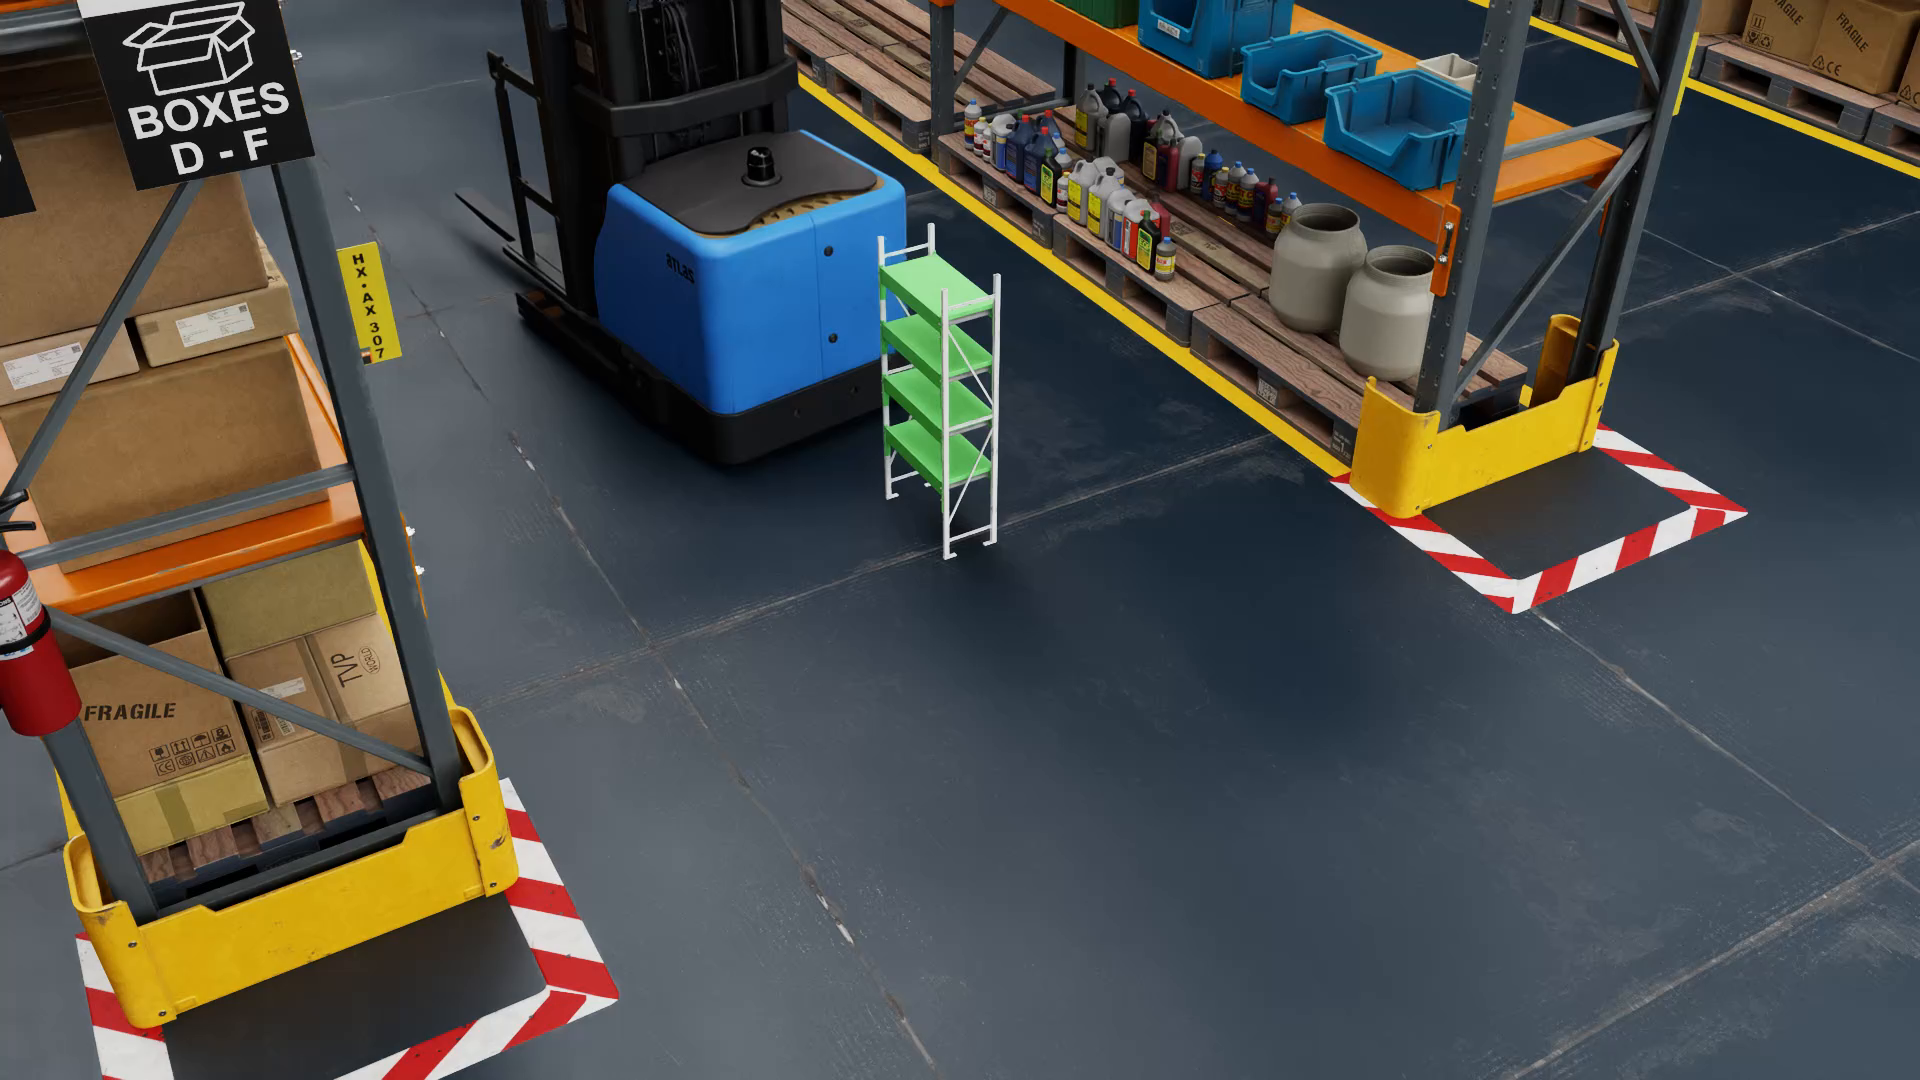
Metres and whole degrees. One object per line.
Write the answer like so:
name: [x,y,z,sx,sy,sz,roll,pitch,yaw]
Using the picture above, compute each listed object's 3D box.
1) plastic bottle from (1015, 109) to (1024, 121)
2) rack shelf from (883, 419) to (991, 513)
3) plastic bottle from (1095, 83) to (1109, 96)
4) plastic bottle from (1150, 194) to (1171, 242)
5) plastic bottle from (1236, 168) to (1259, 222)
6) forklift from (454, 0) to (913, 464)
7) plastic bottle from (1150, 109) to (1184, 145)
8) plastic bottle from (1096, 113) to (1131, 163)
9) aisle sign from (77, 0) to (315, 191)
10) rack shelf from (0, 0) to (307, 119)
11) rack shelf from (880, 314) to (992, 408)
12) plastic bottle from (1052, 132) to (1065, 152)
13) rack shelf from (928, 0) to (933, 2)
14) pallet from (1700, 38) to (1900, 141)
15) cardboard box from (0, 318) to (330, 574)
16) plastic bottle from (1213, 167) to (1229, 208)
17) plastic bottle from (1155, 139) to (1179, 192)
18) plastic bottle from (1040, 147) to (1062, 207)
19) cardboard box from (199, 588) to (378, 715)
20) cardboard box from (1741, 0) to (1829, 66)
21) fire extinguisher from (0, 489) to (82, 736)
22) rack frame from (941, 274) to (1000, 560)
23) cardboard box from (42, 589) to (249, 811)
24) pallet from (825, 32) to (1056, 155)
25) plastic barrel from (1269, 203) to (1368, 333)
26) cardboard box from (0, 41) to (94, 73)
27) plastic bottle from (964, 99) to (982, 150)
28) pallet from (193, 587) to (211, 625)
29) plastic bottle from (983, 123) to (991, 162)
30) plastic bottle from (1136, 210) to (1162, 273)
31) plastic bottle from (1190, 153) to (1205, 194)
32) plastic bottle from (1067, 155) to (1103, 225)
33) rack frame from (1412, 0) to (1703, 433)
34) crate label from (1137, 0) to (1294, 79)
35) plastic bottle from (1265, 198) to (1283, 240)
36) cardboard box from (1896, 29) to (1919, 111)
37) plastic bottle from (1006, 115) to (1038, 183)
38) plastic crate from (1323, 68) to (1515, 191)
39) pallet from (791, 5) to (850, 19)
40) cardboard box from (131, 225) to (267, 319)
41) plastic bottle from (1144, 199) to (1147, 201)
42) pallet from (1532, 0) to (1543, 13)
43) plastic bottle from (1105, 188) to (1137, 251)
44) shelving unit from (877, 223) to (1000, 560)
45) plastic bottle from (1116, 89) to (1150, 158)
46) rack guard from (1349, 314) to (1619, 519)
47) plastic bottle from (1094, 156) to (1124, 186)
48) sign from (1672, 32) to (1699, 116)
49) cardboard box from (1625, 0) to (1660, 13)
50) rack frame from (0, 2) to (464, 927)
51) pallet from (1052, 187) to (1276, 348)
plastic bottle: [0.351,-2.224,9.182,0.061,0.283,0.133,-19,40,-24]
rack shelf: [-0.083,-0.324,6.691,0.258,0.148,0.480,-19,40,-24]
plastic bottle: [0.819,-2.494,9.551,0.061,0.283,0.133,-17,39,-22]
plastic bottle: [0.989,-1.577,8.296,0.061,0.283,0.133,-19,40,-24]
plastic bottle: [1.489,-1.789,8.596,0.097,0.271,0.097,0,36,0]
forklift: [-1.522,-2.314,7.434,1.130,2.935,3.031,-25,43,-30]
plastic bottle: [1.124,-2.163,9.041,0.144,0.351,0.185,-19,40,-24]
plastic bottle: [0.846,-2.241,9.211,0.152,0.276,0.135,-19,40,-24]
aisle sign: [-1.685,-1.162,3.594,0.394,0.787,0.004,-19,40,-24]
rack shelf: [-2.987,-1.996,5.006,1.077,0.370,4.000,-19,40,-24]
rack shelf: [-0.083,-0.711,6.408,0.258,0.148,0.480,-19,40,-24]
plastic bottle: [0.517,-2.064,8.973,0.097,0.271,0.097,0,36,0]
rack shelf: [-0.712,-4.290,10.691,1.077,0.370,4.000,-19,40,-24]
pallet: [5.560,-2.948,10.607,1.003,0.211,1.213,-19,40,-24]
cardboard box: [-2.206,-0.337,4.584,0.700,0.500,0.500,-19,40,-24]
plastic bottle: [1.388,-1.862,8.756,0.097,0.201,0.097,0,36,0]
plastic bottle: [1.110,-2.020,8.903,0.061,0.283,0.133,-19,40,-24]
plastic bottle: [0.481,-1.914,8.758,0.061,0.283,0.133,-17,39,-22]
cardboard box: [-2.314,0.292,5.782,0.500,0.250,0.500,-19,40,-24]
cardboard box: [5.416,-3.390,10.611,0.500,0.500,0.500,-23,42,-28]
fire extinguisher: [-2.325,0.174,4.034,0.296,0.674,0.183,-19,40,-24]
rack frame: [0.039,-0.445,6.341,0.240,1.200,0.015,-19,40,-24]
cardboard box: [-2.509,0.398,5.002,0.500,0.500,0.500,-19,40,-24]
pallet: [-0.136,-2.824,10.437,1.003,0.211,1.213,-19,40,-24]
plastic barrel: [1.654,-1.254,7.678,0.421,0.512,0.421,0,36,0]
cardboard box: [-2.502,-1.155,4.603,0.700,0.500,0.500,-20,41,-25]
plastic bottle: [0.074,-2.344,9.357,0.097,0.271,0.097,0,36,0]
pallet: [-3.012,0.072,6.472,1.003,0.211,1.213,-19,40,-24]
plastic bottle: [0.176,-2.212,9.235,0.097,0.201,0.097,0,36,0]
plastic bottle: [0.926,-1.463,8.139,0.061,0.283,0.133,-18,40,-23]
plastic bottle: [1.285,-1.967,8.899,0.097,0.201,0.097,0,36,0]
plastic bottle: [0.648,-1.821,8.573,0.144,0.351,0.185,-19,40,-24]
rack frame: [2.302,-1.521,6.289,1.000,3.000,0.127,-19,40,-24]
crate label: [1.144,-2.394,7.454,0.502,0.435,0.616,-19,40,-24]
plastic bottle: [1.609,-1.638,8.449,0.097,0.201,0.097,0,36,0]
cardboard box: [5.955,-2.767,9.758,0.500,0.500,0.500,-9,37,-12]
plastic bottle: [0.339,-2.134,9.002,0.144,0.351,0.185,-18,40,-23]
plastic crate: [1.792,-1.627,6.561,0.499,0.251,0.616,-19,40,-24]
pallet: [-1.361,-4.068,12.141,1.003,0.211,1.213,-19,40,-24]
cardboard box: [-2.128,-0.755,4.606,0.380,0.149,0.250,-20,41,-25]
plastic bottle: [0.926,-1.629,8.437,0.097,0.201,0.097,0,36,0]
pallet: [4.183,-4.299,12.457,1.003,0.211,1.213,-19,40,-24]
plastic bottle: [0.828,-1.613,8.351,0.152,0.276,0.135,-20,41,-25]
shelving unit: [-0.083,-0.569,6.512,0.258,1.200,0.503,-19,40,-24]
plastic bottle: [0.962,-2.328,9.267,0.144,0.351,0.185,-21,41,-26]
rack guard: [2.223,-0.536,7.060,1.175,0.500,0.348,-19,40,-24]
plastic bottle: [0.763,-1.848,8.673,0.152,0.276,0.135,-19,40,-24]
sign: [2.780,-1.794,6.428,0.100,0.325,0.005,-19,40,-24]
cardboard box: [4.741,-3.973,11.410,0.500,0.500,0.500,-20,41,-25]
rack frame: [-1.983,-0.055,4.282,1.000,3.000,0.127,-19,40,-24]
pallet: [1.211,-1.457,8.566,1.003,0.211,1.213,-19,40,-24]
